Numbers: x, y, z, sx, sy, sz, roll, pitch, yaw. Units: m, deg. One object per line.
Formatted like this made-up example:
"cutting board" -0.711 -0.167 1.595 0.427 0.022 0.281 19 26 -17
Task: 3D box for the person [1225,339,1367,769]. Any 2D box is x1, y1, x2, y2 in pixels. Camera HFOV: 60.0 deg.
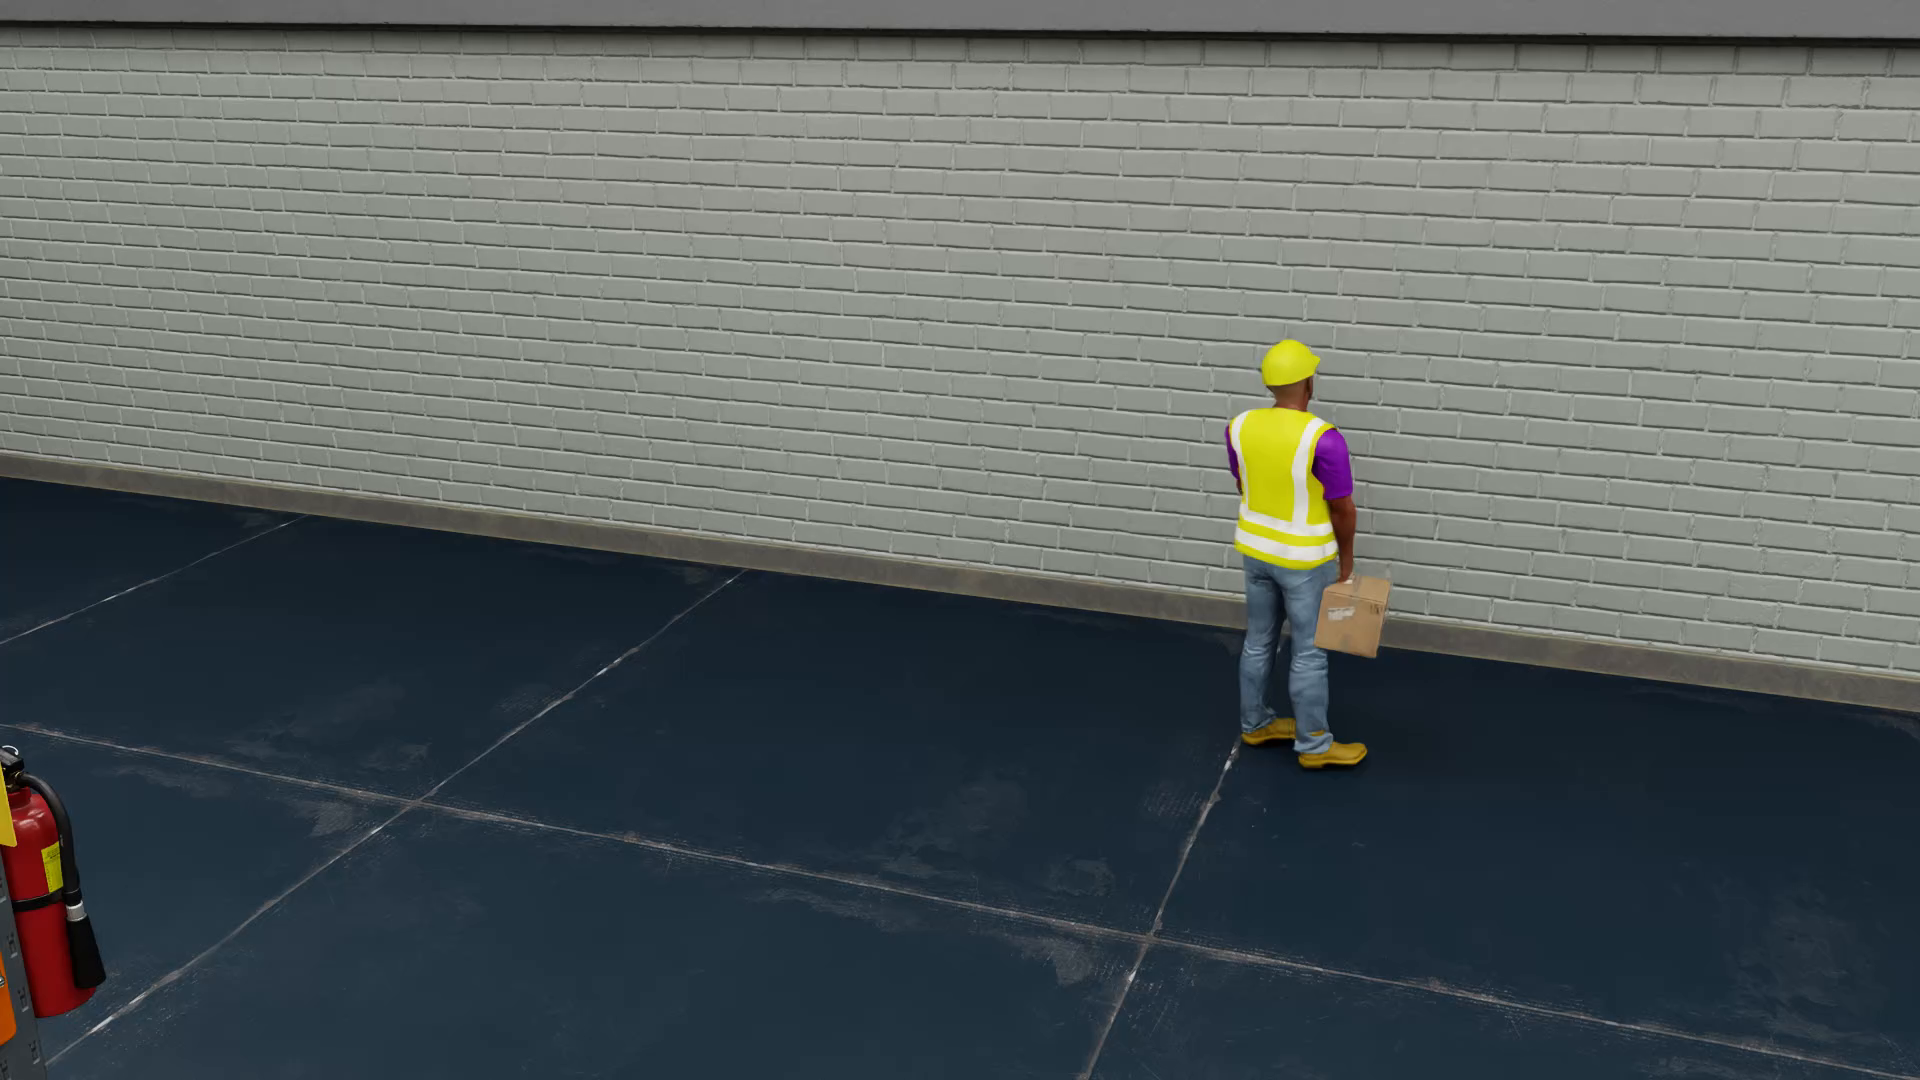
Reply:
"person" 1.388 0.053 6.806 0.599 1.777 0.468 17 25 42
